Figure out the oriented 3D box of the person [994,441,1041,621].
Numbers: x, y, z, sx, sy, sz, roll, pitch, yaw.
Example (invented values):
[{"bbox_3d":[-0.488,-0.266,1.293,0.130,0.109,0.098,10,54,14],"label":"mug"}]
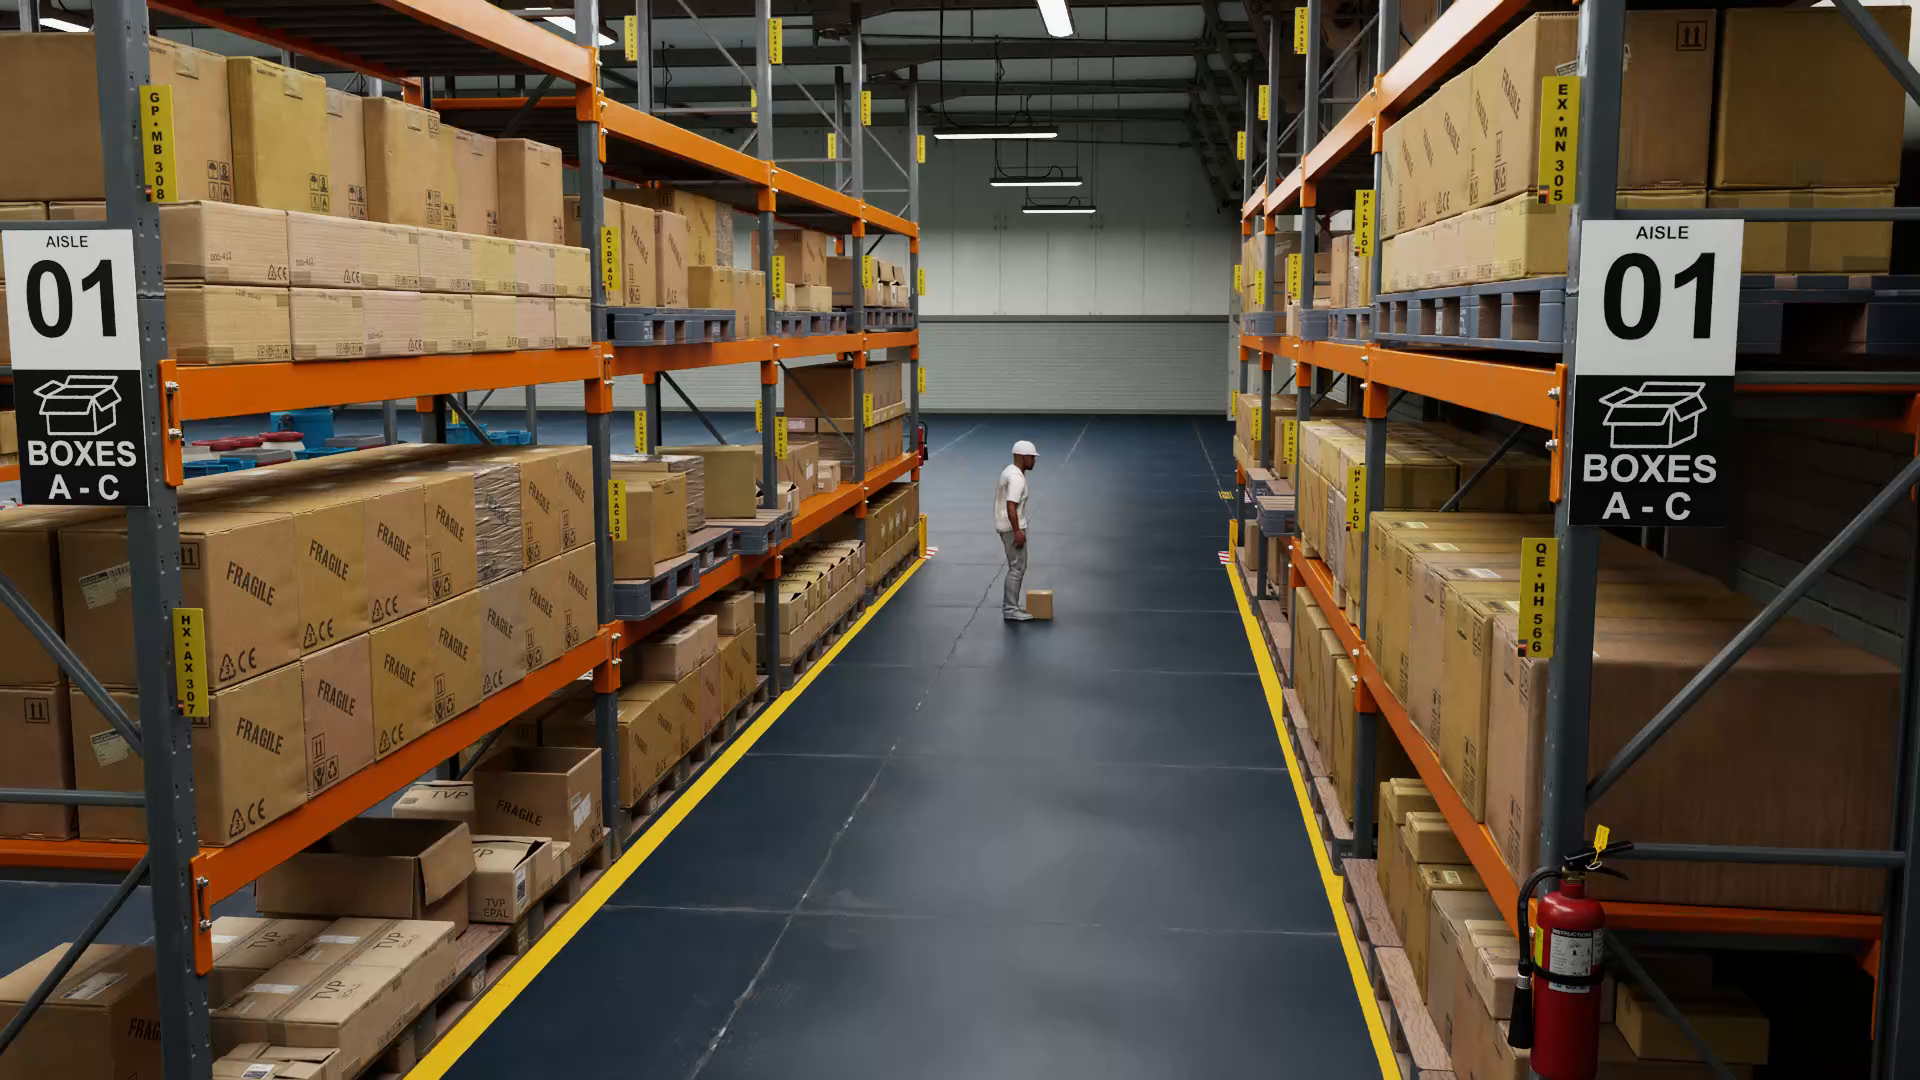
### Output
[{"bbox_3d":[0.568,-0.107,16.535,0.462,1.759,0.632,0,8,3],"label":"person"}]
